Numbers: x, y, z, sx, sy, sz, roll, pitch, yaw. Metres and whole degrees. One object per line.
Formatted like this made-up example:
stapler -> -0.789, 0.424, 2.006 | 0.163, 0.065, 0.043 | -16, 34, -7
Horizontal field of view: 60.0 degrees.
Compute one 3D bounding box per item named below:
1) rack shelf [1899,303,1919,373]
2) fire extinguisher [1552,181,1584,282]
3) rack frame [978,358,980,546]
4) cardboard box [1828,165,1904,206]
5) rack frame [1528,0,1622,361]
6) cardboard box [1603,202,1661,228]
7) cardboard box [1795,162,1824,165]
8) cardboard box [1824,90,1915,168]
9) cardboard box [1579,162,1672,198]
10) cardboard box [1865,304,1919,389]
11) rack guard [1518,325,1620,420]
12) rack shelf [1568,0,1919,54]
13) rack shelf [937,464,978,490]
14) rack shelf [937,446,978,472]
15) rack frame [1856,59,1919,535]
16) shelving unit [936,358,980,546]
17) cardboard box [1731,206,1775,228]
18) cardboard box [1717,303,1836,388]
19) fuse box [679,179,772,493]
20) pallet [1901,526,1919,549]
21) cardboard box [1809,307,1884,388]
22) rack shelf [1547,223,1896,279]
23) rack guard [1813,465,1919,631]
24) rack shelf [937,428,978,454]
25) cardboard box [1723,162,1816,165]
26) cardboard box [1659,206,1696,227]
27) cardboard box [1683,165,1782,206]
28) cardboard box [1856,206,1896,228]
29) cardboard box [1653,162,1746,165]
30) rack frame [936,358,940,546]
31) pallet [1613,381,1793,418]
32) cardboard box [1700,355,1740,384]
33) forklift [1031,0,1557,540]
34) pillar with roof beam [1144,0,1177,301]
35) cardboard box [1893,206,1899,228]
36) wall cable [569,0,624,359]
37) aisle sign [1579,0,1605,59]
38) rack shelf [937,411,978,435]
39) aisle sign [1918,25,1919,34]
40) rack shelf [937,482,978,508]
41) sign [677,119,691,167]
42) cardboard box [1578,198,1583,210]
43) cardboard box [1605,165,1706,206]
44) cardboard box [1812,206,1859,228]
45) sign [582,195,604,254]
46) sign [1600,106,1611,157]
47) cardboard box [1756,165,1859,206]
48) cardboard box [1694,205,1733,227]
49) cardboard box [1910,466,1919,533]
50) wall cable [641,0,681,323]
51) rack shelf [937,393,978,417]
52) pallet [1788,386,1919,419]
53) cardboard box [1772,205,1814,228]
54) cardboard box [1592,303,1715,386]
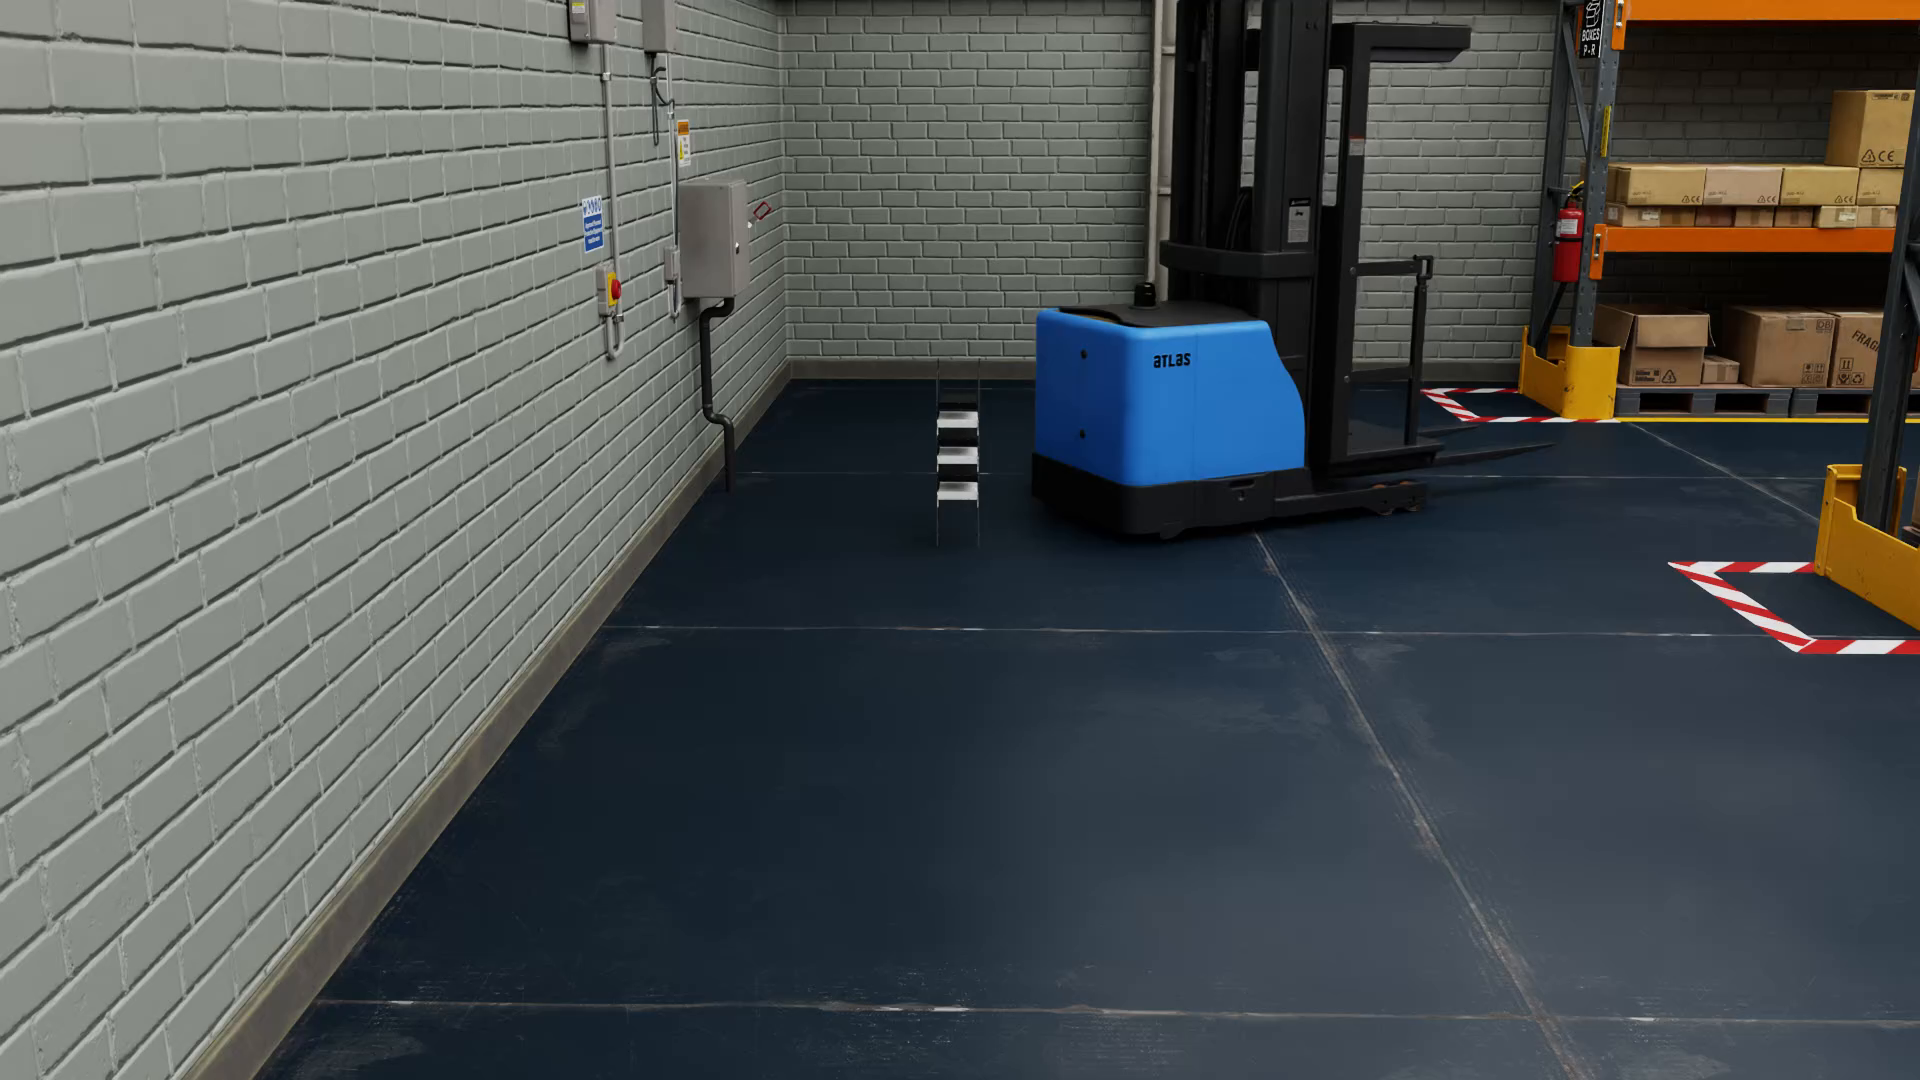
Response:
rack shelf -> 6.174, -0.805, 6.920 | 4.000, 0.370, 1.077 | 0, 15, 1
fire extinguisher -> 4.139, -2.097, 11.290 | 0.183, 0.674, 0.296 | 0, 15, 1
rack frame -> 0.094, -0.435, 8.223 | 0.006, 0.900, 0.240 | 0, 15, 1
cardboard box -> 6.267, -2.427, 11.372 | 0.500, 0.250, 0.500 | 0, 15, 0
rack frame -> 4.298, -2.431, 11.676 | 0.127, 3.000, 1.000 | 0, 15, 1
cardboard box -> 4.619, -2.238, 11.434 | 0.250, 0.149, 0.380 | 0, 15, 1
cardboard box -> 6.297, -2.556, 11.858 | 0.500, 0.250, 0.500 | 0, 15, 1
cardboard box -> 6.244, -2.784, 11.253 | 0.500, 0.500, 0.500 | 1, 15, 3
cardboard box -> 4.764, -2.567, 11.902 | 0.500, 0.250, 0.500 | 1, 15, 3
cardboard box -> 6.798, -1.375, 11.750 | 0.500, 0.500, 0.700 | 0, 15, -1
rack guard -> 4.374, -1.222, 11.993 | 0.348, 0.500, 1.175 | 0, 15, 1
rack shelf -> 6.297, -3.521, 11.335 | 4.000, 0.370, 1.077 | 0, 15, 1
rack shelf -> -0.008, -0.316, 8.257 | 0.200, 0.077, 0.258 | 0, 15, 1
rack shelf -> -0.008, -0.403, 8.234 | 0.200, 0.077, 0.258 | 0, 15, 1
rack frame -> 4.175, -1.166, 6.878 | 0.127, 3.000, 1.000 | 0, 15, 1
shelving unit -> -0.008, -0.435, 8.225 | 0.210, 0.900, 0.258 | 0, 15, 1
cardboard box -> 5.389, -2.238, 11.435 | 0.250, 0.149, 0.380 | 1, 15, 3
cardboard box -> 5.760, -1.382, 11.776 | 0.500, 0.500, 0.700 | 1, 15, 4
fuse box -> -1.263, -1.108, 9.186 | 0.414, 1.711, 0.539 | 0, 15, 1
pallet -> 4.976, 0.168, 7.289 | 1.213, 0.211, 1.003 | 0, 15, 1
cardboard box -> 6.286, -1.353, 11.666 | 0.500, 0.500, 0.500 | 1, 15, 2
rack shelf -> 6.297, -2.071, 11.718 | 4.000, 0.370, 1.077 | 0, 15, 1
rack guard -> 4.151, 0.043, 7.197 | 0.348, 0.500, 1.175 | 0, 15, 1
rack shelf -> -0.008, -0.490, 8.211 | 0.200, 0.077, 0.258 | 0, 15, 1
cardboard box -> 5.775, -2.559, 11.871 | 0.500, 0.250, 0.500 | 1, 15, 3
cardboard box -> 4.875, -2.248, 11.473 | 0.250, 0.149, 0.380 | 1, 15, 3
cardboard box -> 5.248, -2.428, 11.373 | 0.500, 0.250, 0.500 | 1, 15, 2
cardboard box -> 6.170, -2.220, 11.368 | 0.250, 0.149, 0.380 | 1, 15, 3
cardboard box -> 5.280, -2.564, 11.888 | 0.500, 0.250, 0.500 | 0, 15, 2
rack frame -> -0.110, -0.436, 8.228 | 0.006, 0.900, 0.240 | 0, 15, 1
pallet -> 5.171, -1.077, 12.011 | 1.213, 0.211, 1.003 | 0, 15, 1
cardboard box -> 5.330, -1.215, 11.831 | 0.250, 0.149, 0.380 | 0, 15, -1
forklift -> 1.937, -1.658, 8.881 | 3.031, 2.935, 1.130 | -7, 16, -26
pillar with roof beam -> 1.515, -4.482, 7.687 | 0.400, 9.000, 9.100 | 0, 15, 1
cardboard box -> 6.429, -2.236, 11.428 | 0.250, 0.149, 0.380 | 0, 15, 1
wall cable -> -1.463, -1.703, 6.861 | 0.123, 1.953, 0.585 | 0, 15, 1
aisle sign -> 4.222, -3.614, 11.062 | 0.004, 0.787, 0.394 | 0, 15, 1
rack shelf -> -0.008, -0.577, 8.188 | 0.200, 0.077, 0.258 | 0, 15, 1
aisle sign -> 4.111, -2.502, 6.848 | 0.004, 0.787, 0.394 | 0, 15, 1
rack shelf -> -0.008, -0.229, 8.280 | 0.200, 0.077, 0.258 | 0, 15, 1
sign -> -1.472, -2.118, 8.868 | 0.001, 0.242, 0.339 | 0, 15, 1
cardboard box -> 4.636, -2.376, 11.959 | 0.250, 0.149, 0.380 | 0, 15, 1
cardboard box -> 4.744, -2.431, 11.385 | 0.500, 0.250, 0.500 | 0, 15, 2
cardboard box -> 5.906, -2.217, 11.355 | 0.250, 0.149, 0.380 | 0, 15, 0
sign -> -1.525, -1.315, 6.915 | 0.001, 0.218, 0.327 | 0, 15, 1
sign -> 4.284, -2.712, 11.041 | 0.005, 0.325, 0.100 | 0, 15, 1
cardboard box -> 5.755, -2.425, 11.364 | 0.500, 0.250, 0.500 | 0, 15, 0
cardboard box -> 5.138, -2.255, 11.500 | 0.250, 0.149, 0.380 | 0, 15, 1
cardboard box -> 4.837, -0.151, 7.231 | 0.875, 0.438, 0.875 | 0, 15, 0
wall cable -> -1.438, -2.049, 8.236 | 0.122, 1.984, 0.588 | 0, 15, 1
rack shelf -> -0.008, -0.664, 8.165 | 0.200, 0.077, 0.258 | 0, 15, 1
pallet -> 6.387, -1.069, 11.978 | 1.213, 0.211, 1.003 | 0, 15, 1
cardboard box -> 5.655, -2.238, 11.433 | 0.250, 0.149, 0.380 | 1, 15, 2
cardboard box -> 4.907, -1.399, 11.834 | 0.637, 0.503, 0.797 | 0, 15, -1
